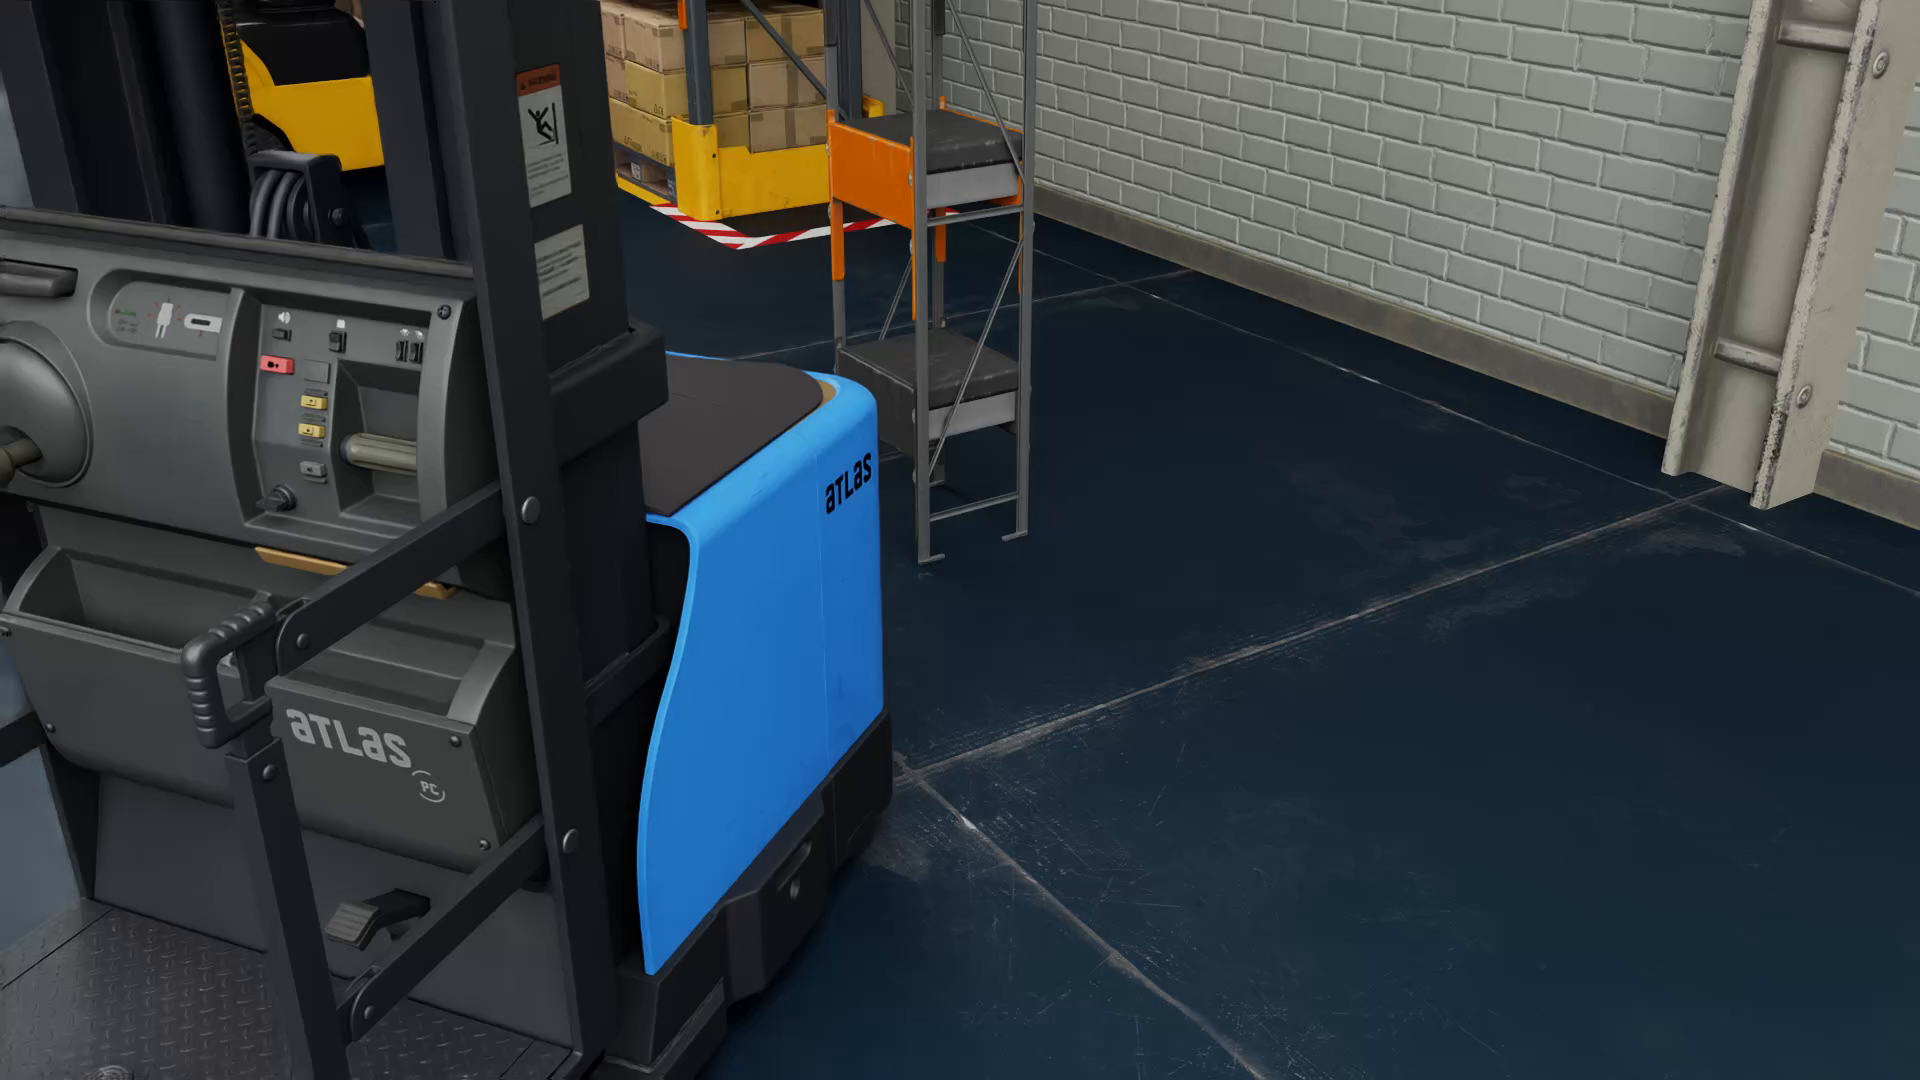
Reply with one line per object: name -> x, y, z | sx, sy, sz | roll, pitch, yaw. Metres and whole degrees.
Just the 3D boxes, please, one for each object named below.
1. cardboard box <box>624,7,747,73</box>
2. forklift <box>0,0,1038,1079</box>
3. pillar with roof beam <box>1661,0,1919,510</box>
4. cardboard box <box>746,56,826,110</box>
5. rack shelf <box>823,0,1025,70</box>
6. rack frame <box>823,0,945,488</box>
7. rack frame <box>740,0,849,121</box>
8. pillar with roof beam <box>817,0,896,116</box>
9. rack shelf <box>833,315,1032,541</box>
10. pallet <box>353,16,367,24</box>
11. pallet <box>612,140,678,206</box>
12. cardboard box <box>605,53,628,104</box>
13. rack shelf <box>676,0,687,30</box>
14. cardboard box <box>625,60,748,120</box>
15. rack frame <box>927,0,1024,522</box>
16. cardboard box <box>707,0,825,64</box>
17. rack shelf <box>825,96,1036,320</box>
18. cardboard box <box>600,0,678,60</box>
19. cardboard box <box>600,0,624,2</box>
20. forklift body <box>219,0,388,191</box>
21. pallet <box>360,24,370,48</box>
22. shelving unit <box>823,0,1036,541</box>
cardboard box -> -1.504, -2.739, 9.095 | 0.500, 0.250, 0.500 | -14, 29, -28
forklift -> -0.892, -0.487, 2.847 | 1.130, 2.935, 4.560 | 10, 27, 20
pillar with roof beam -> -0.947, -3.271, 1.637 | 9.100, 9.000, 0.400 | -16, 29, -30
cardboard box -> -1.074, -2.637, 9.466 | 0.500, 0.250, 0.500 | -15, 29, -29
rack shelf -> -0.090, -1.629, 4.634 | 0.431, 0.518, 0.480 | -16, 29, -30
rack frame -> -0.224, -1.096, 5.112 | 0.400, 2.100, 0.015 | -16, 29, -30
rack frame -> -0.994, -3.247, 8.615 | 0.949, 2.616, 0.053 | -16, 29, -30
pillar with roof beam -> -4.223, -5.417, 6.183 | 9.100, 9.000, 0.400 | -16, 29, -30
rack shelf -> -0.090, -0.363, 5.232 | 0.431, 0.518, 0.480 | -16, 29, -30
pallet -> -4.941, -4.545, 14.630 | 1.003, 0.211, 1.213 | -16, 29, -30
pallet -> -1.444, -2.251, 9.771 | 1.003, 0.211, 1.213 | -16, 29, -30
cardboard box -> -1.783, -2.704, 9.607 | 0.500, 0.250, 0.500 | -16, 30, -30
rack shelf -> -2.083, -3.638, 10.285 | 1.077, 0.370, 4.000 | -16, 29, -30
cardboard box -> -1.519, -2.522, 9.222 | 0.500, 0.250, 0.500 | -16, 30, -30
rack frame -> 0.044, -0.922, 4.743 | 0.380, 1.831, 0.006 | -16, 29, -30
cardboard box -> -1.095, -2.863, 9.358 | 0.500, 0.250, 0.500 | -16, 30, -30
rack shelf -> -0.090, -0.996, 4.933 | 0.431, 0.518, 0.480 | -16, 29, -30
cardboard box -> -1.787, -2.920, 9.479 | 0.500, 0.250, 0.500 | -15, 29, -29
cardboard box -> -2.071, -3.098, 9.857 | 0.500, 0.250, 0.500 | -15, 29, -29
forklift body -> -3.555, -3.117, 9.334 | 2.313, 2.155, 1.214 | -16, 29, -30
pallet -> -4.280, -4.109, 13.707 | 1.003, 0.211, 1.213 | -16, 29, -30
shelving unit -> -0.092, -1.010, 4.929 | 0.431, 2.100, 0.499 | -16, 29, -30
